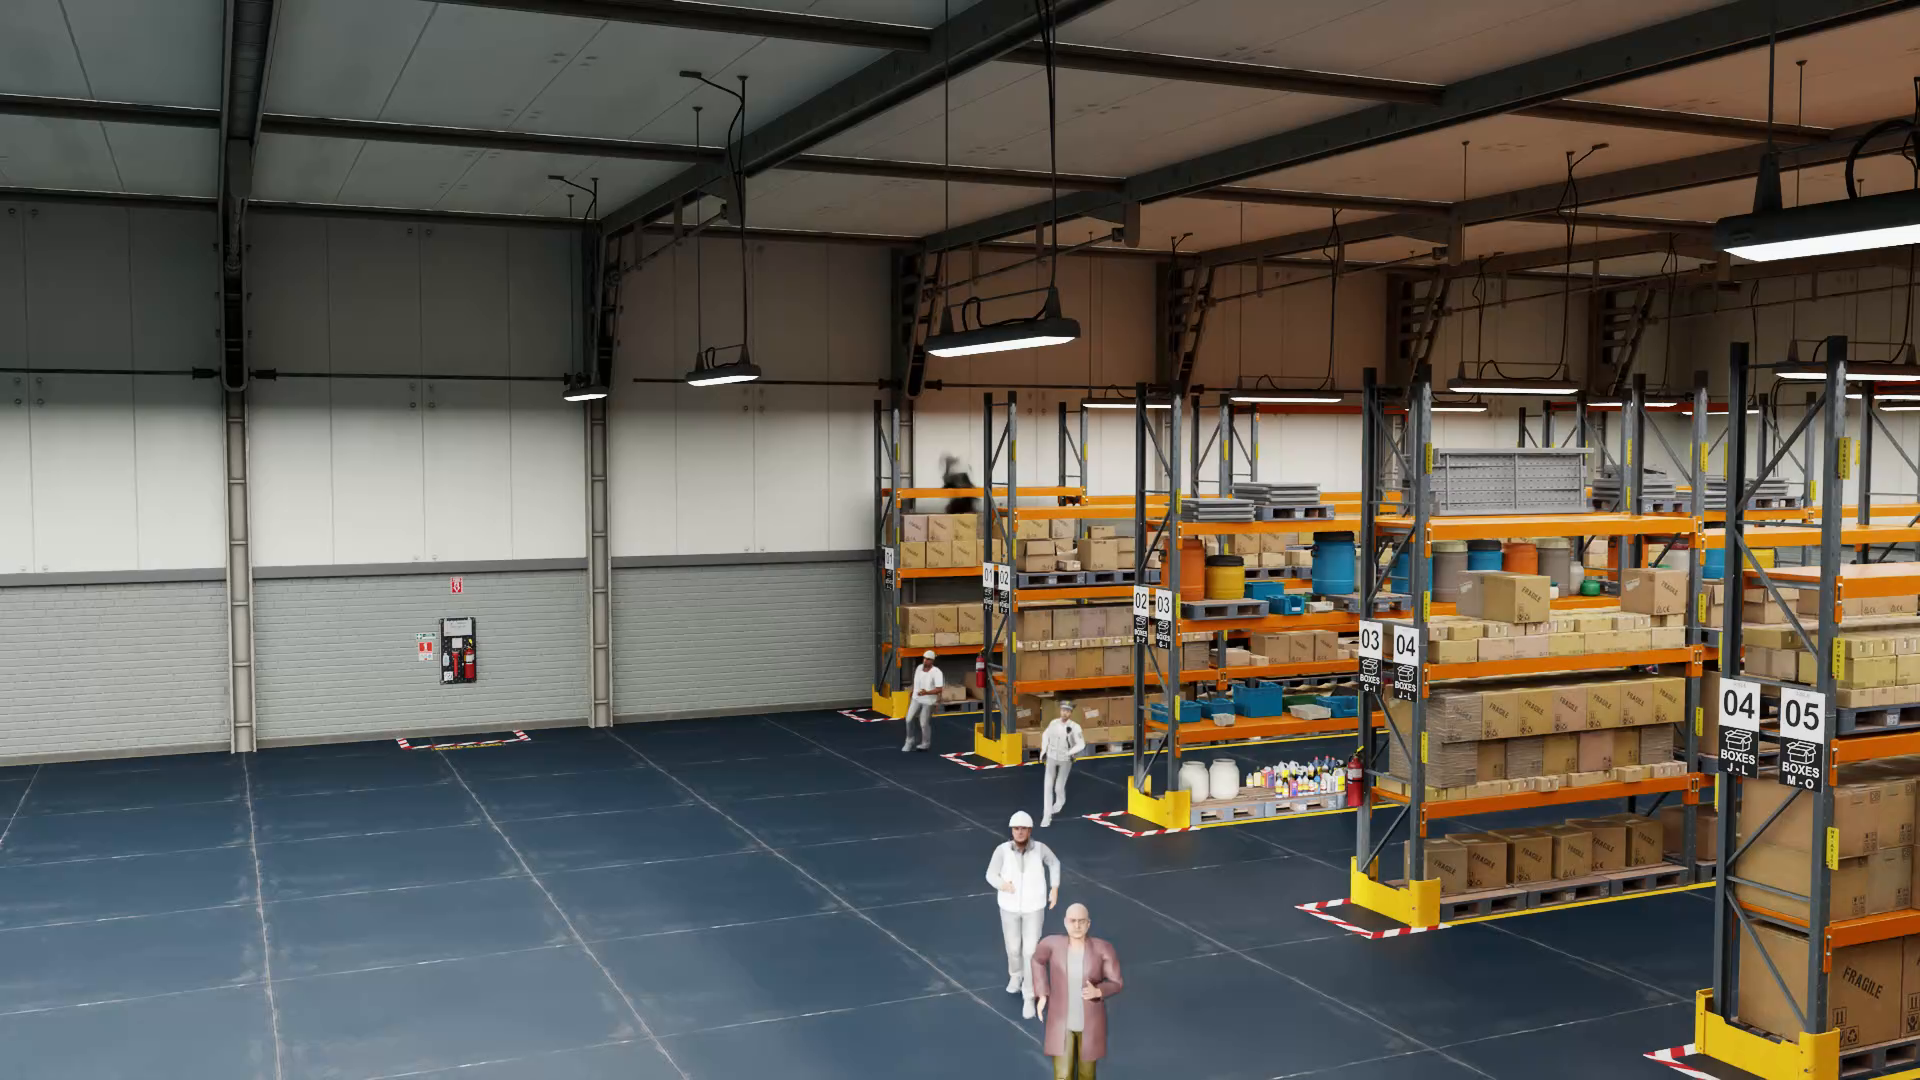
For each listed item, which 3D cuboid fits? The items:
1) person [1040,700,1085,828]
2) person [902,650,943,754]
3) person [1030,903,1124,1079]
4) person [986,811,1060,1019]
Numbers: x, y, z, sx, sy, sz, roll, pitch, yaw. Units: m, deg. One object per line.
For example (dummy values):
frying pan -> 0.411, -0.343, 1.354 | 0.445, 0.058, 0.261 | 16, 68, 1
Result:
person -> 1.374, 3.017, 22.632 | 0.646, 1.685, 0.779 | 1, 4, 20
person -> -0.593, 2.692, 27.678 | 0.721, 1.745, 0.709 | 2, 4, 29
person -> 0.851, 3.559, 12.168 | 0.694, 1.823, 0.876 | 0, 3, 5
person -> 0.575, 3.393, 15.272 | 0.668, 1.839, 0.775 | 0, 3, 7
